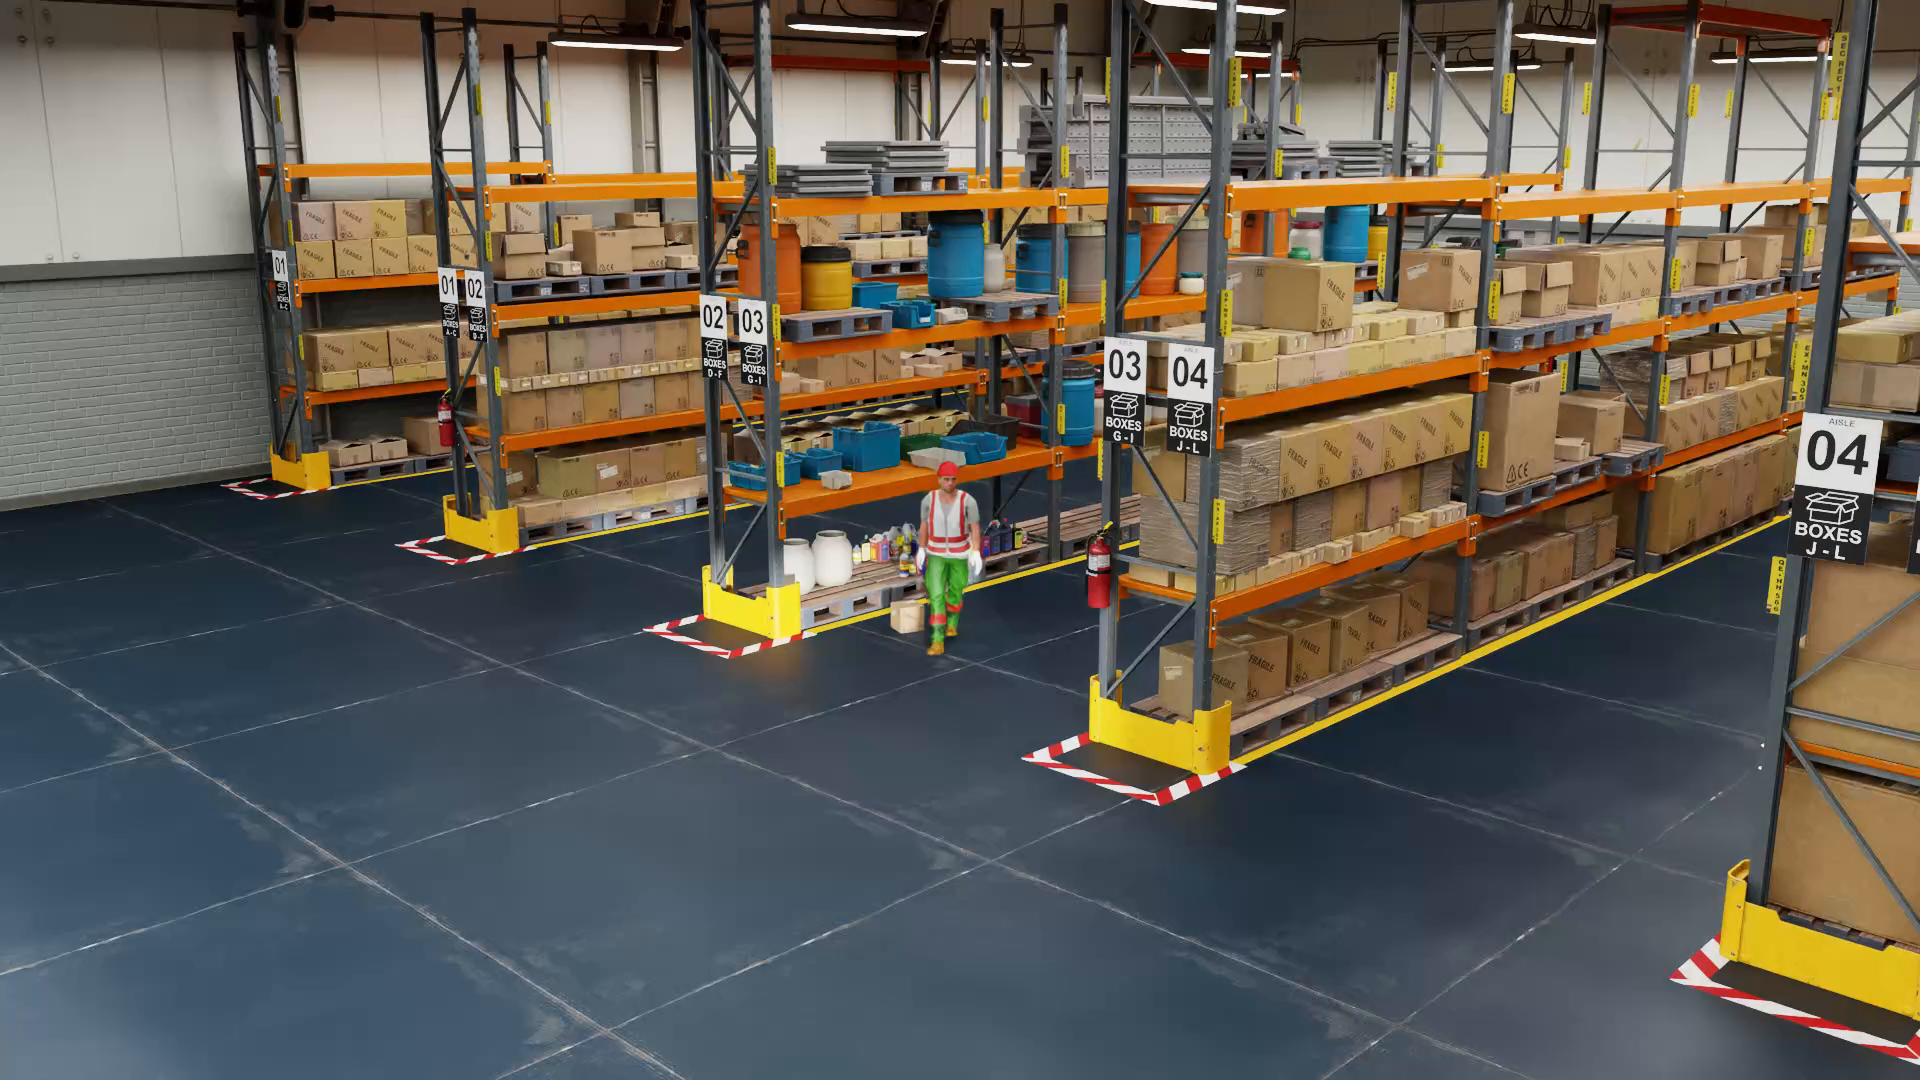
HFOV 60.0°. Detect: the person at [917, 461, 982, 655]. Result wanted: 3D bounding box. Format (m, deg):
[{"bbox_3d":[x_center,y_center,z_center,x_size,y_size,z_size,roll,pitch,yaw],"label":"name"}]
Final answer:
[{"bbox_3d":[-0.103,0.142,15.286,0.618,1.734,1.009,0,14,2],"label":"person"}]
